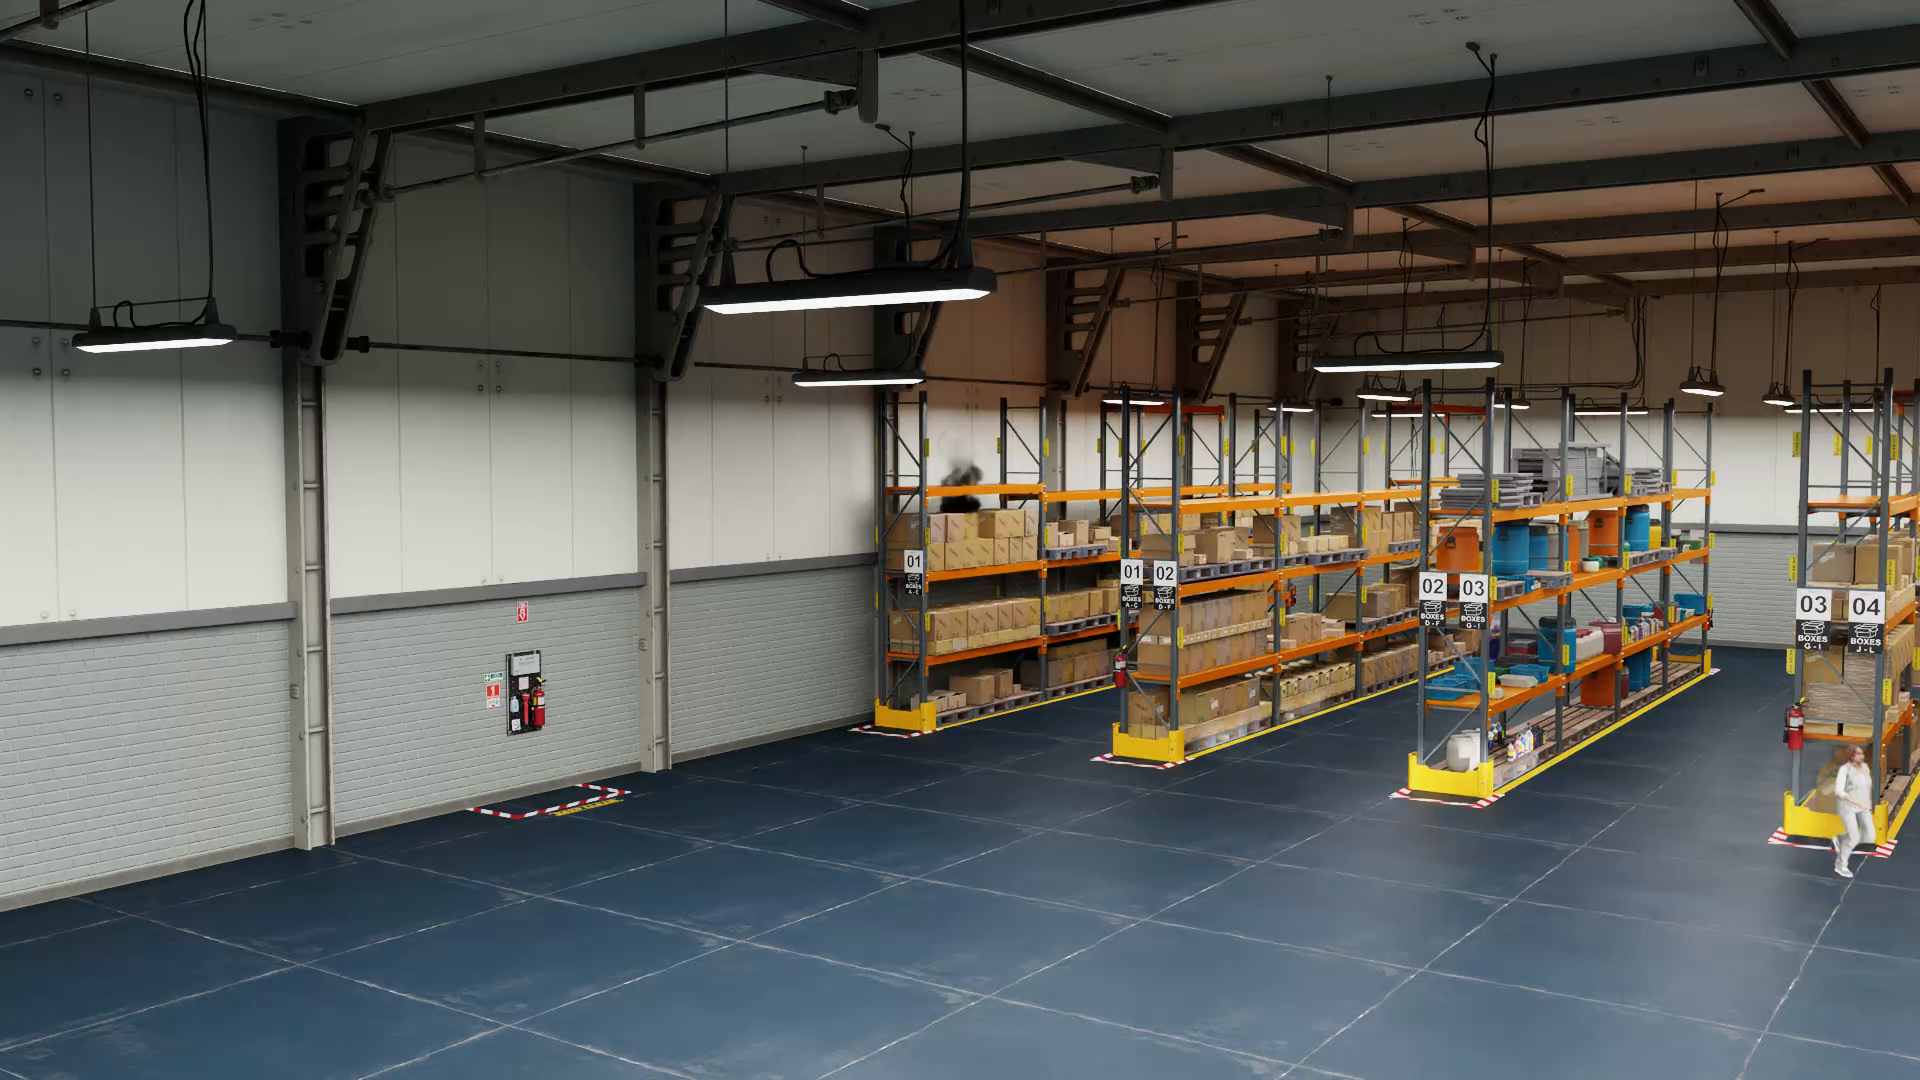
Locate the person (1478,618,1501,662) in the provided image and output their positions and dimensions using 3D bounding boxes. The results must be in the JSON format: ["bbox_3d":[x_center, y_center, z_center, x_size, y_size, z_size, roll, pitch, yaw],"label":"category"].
[{"bbox_3d":[11.134,2.357,34.936,0.576,1.533,0.651,2,4,35],"label":"person"}]

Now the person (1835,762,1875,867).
[{"bbox_3d":[10.434,3.217,19.444,0.346,1.268,0.472,-1,3,-16],"label":"person"}]
